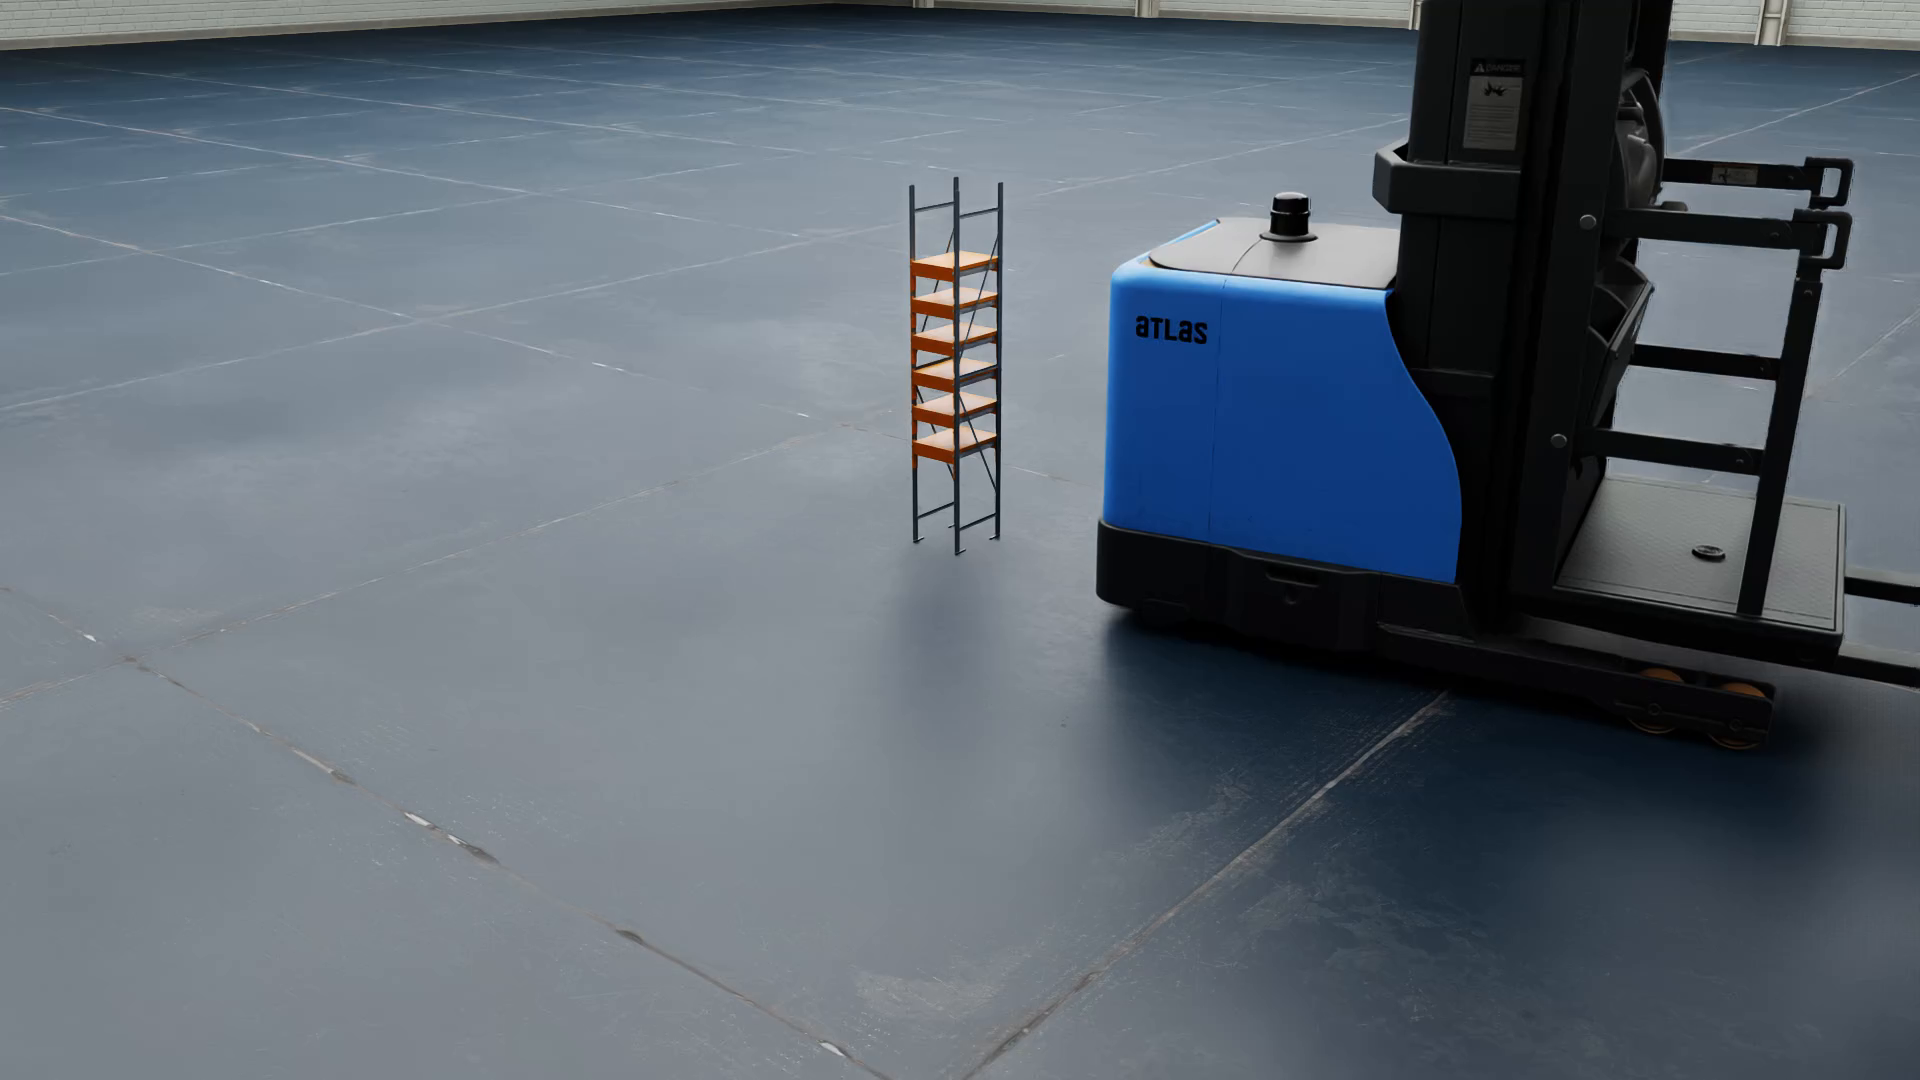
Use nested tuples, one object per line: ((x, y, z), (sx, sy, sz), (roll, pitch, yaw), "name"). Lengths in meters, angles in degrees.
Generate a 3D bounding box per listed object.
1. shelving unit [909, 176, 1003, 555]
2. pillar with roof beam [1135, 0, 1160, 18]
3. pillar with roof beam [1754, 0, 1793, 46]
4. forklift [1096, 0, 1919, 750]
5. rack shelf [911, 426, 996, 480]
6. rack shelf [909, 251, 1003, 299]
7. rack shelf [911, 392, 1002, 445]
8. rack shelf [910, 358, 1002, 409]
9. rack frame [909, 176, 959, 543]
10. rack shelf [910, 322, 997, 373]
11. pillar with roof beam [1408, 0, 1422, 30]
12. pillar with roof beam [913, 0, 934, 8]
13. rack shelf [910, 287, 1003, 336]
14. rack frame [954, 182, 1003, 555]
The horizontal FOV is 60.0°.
((-0.011, -0.565, 5.465), (0.189, 1.200, 0.258), (16, 26, 36), "shelving unit")
((1.108, -13.741, 29.354), (0.400, 9.000, 9.100), (16, 26, 36), "pillar with roof beam")
((10.405, -11.064, 22.254), (0.400, 9.000, 9.100), (16, 26, 36), "pillar with roof beam")
((1.963, -1.050, 4.299), (3.031, 2.935, 1.130), (10, 23, 25), "forklift")
((-0.011, -0.298, 5.565), (0.180, 0.103, 0.258), (16, 26, 36), "rack shelf")
((-0.011, -0.860, 5.354), (0.180, 0.103, 0.258), (16, 26, 36), "rack shelf")
((-0.011, -0.411, 5.523), (0.180, 0.103, 0.258), (16, 26, 36), "rack shelf")
((-0.011, -0.523, 5.481), (0.180, 0.103, 0.258), (16, 26, 36), "rack shelf")
((-0.082, -0.585, 5.519), (0.006, 1.200, 0.240), (16, 26, 36), "rack frame")
((-0.011, -0.635, 5.438), (0.180, 0.103, 0.258), (16, 26, 36), "rack shelf")
((5.757, -12.403, 25.804), (0.400, 9.000, 9.100), (16, 26, 36), "pillar with roof beam")
((-3.540, -15.080, 32.904), (0.400, 9.000, 9.100), (16, 26, 36), "pillar with roof beam")
((-0.011, -0.748, 5.396), (0.180, 0.103, 0.258), (16, 26, 36), "rack shelf")
((0.060, -0.544, 5.411), (0.006, 1.200, 0.240), (16, 26, 36), "rack frame")
